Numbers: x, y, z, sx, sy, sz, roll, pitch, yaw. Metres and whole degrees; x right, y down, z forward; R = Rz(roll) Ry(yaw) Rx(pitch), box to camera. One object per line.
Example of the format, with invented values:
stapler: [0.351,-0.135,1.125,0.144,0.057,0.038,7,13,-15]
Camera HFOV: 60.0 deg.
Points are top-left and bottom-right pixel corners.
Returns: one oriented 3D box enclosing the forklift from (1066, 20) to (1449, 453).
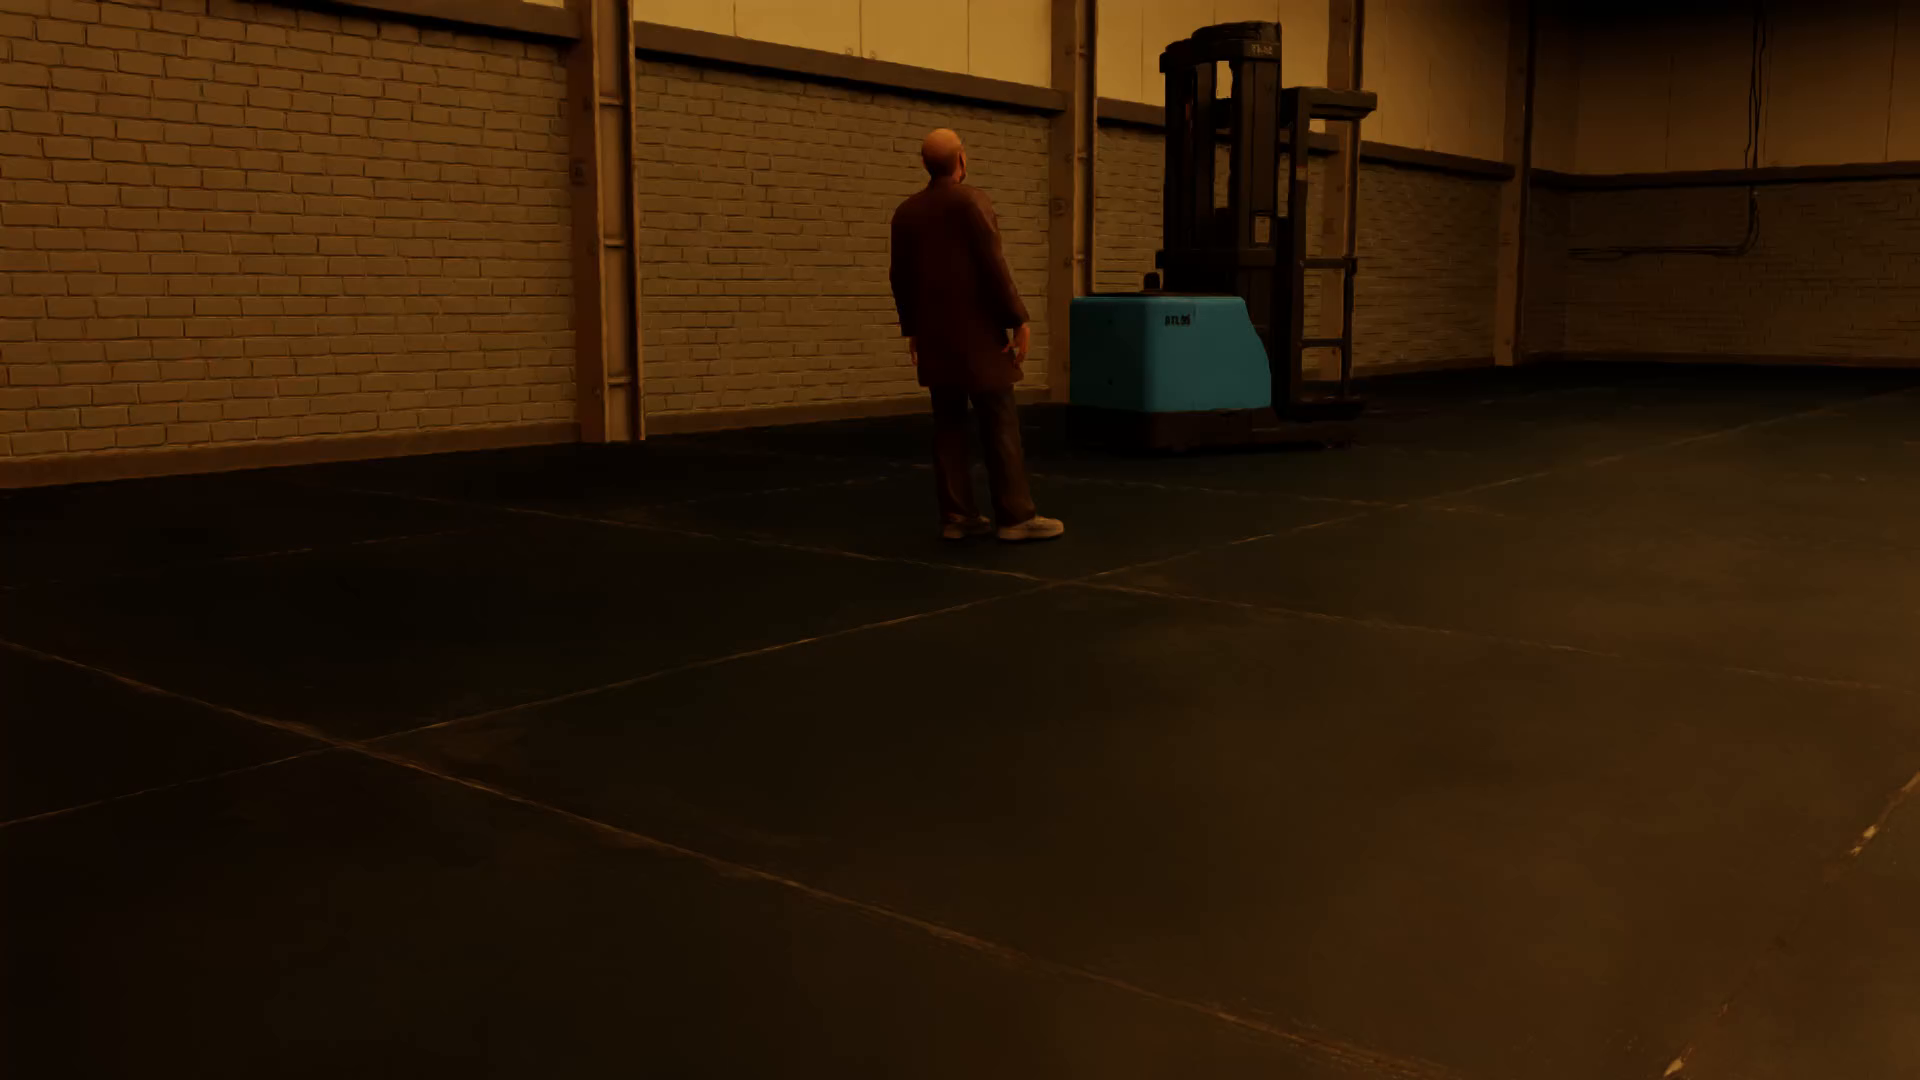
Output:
forklift: [2.290,-2.167,12.093,3.031,2.935,1.130,-5,10,-31]

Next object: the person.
person: [0.061,-0.896,7.343,0.694,1.776,0.580,7,11,38]
